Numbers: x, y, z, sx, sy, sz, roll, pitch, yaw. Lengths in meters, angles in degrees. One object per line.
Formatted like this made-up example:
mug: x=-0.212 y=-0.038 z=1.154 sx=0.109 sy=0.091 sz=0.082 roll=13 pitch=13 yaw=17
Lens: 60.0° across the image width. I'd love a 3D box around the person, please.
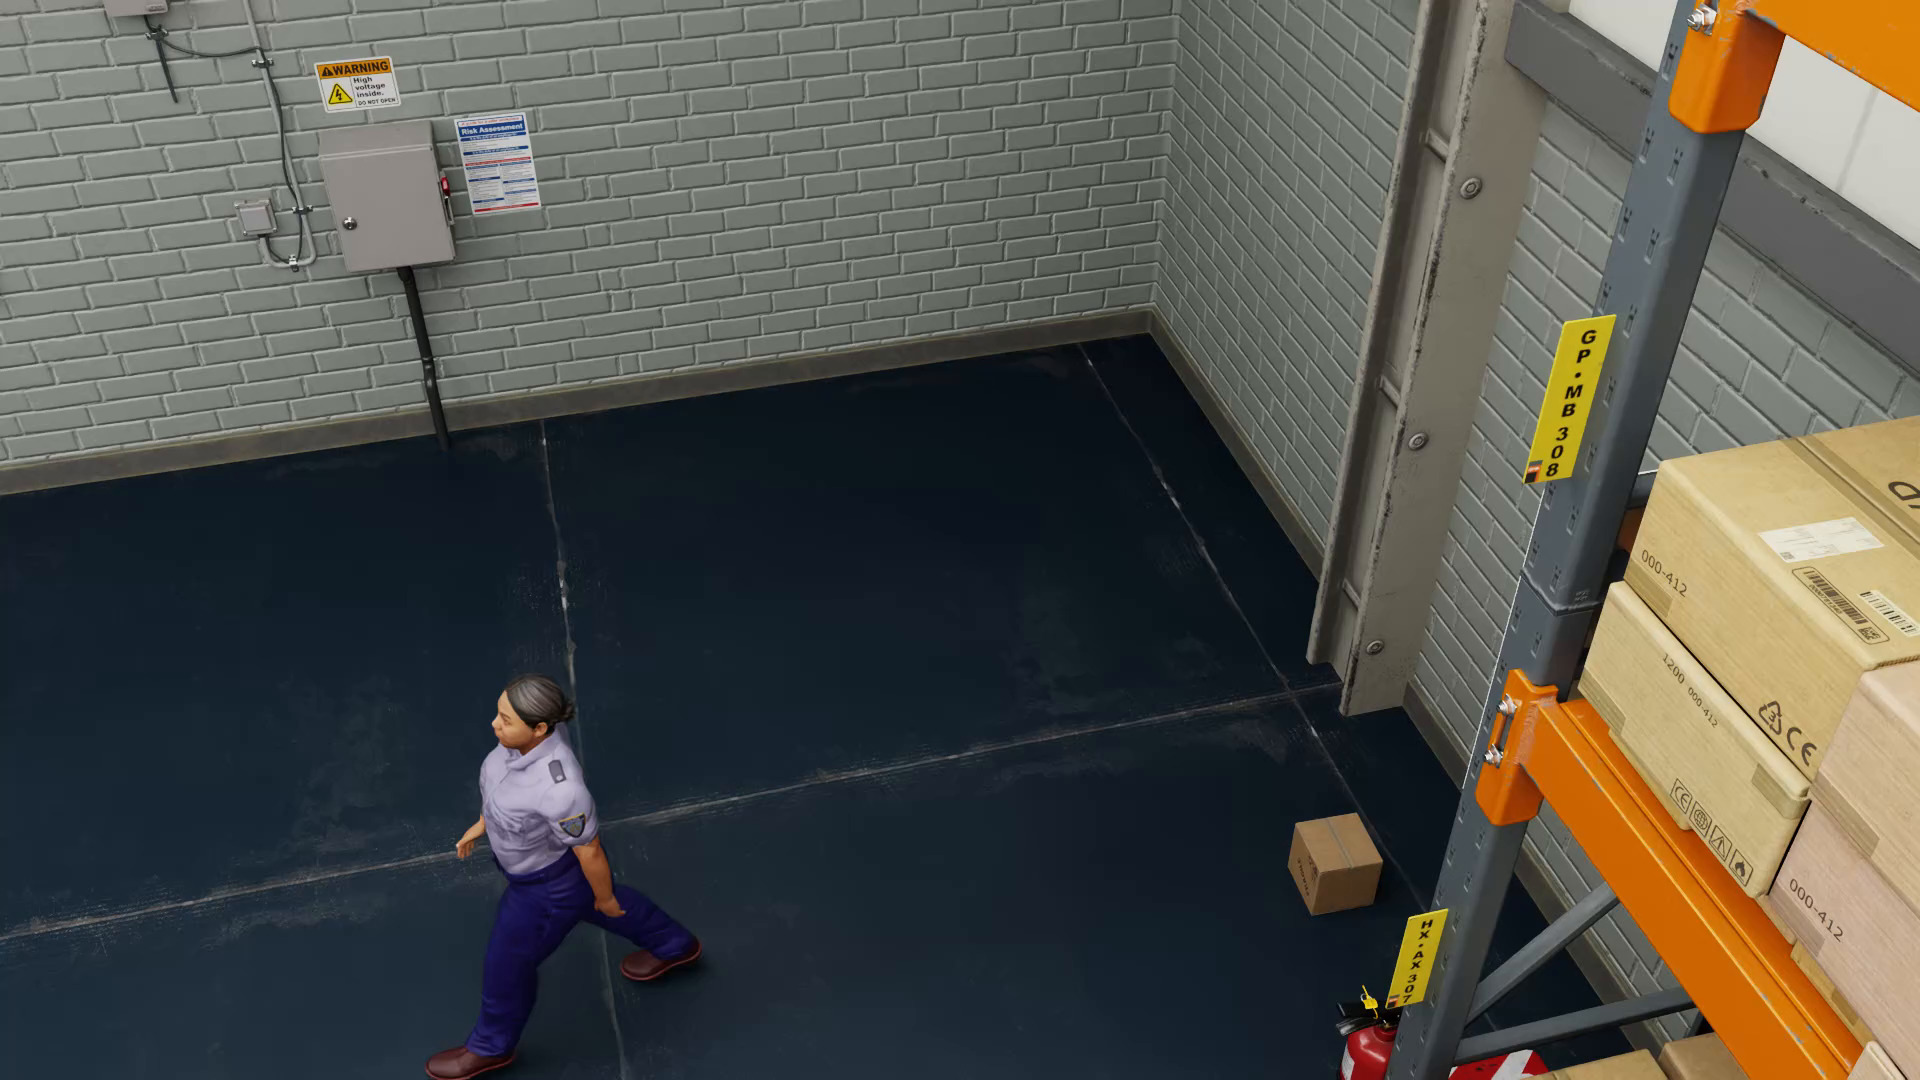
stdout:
person: x=-1.384 y=1.053 z=5.407 sx=0.996 sy=1.571 sz=0.478 roll=-12 pitch=40 yaw=-14
